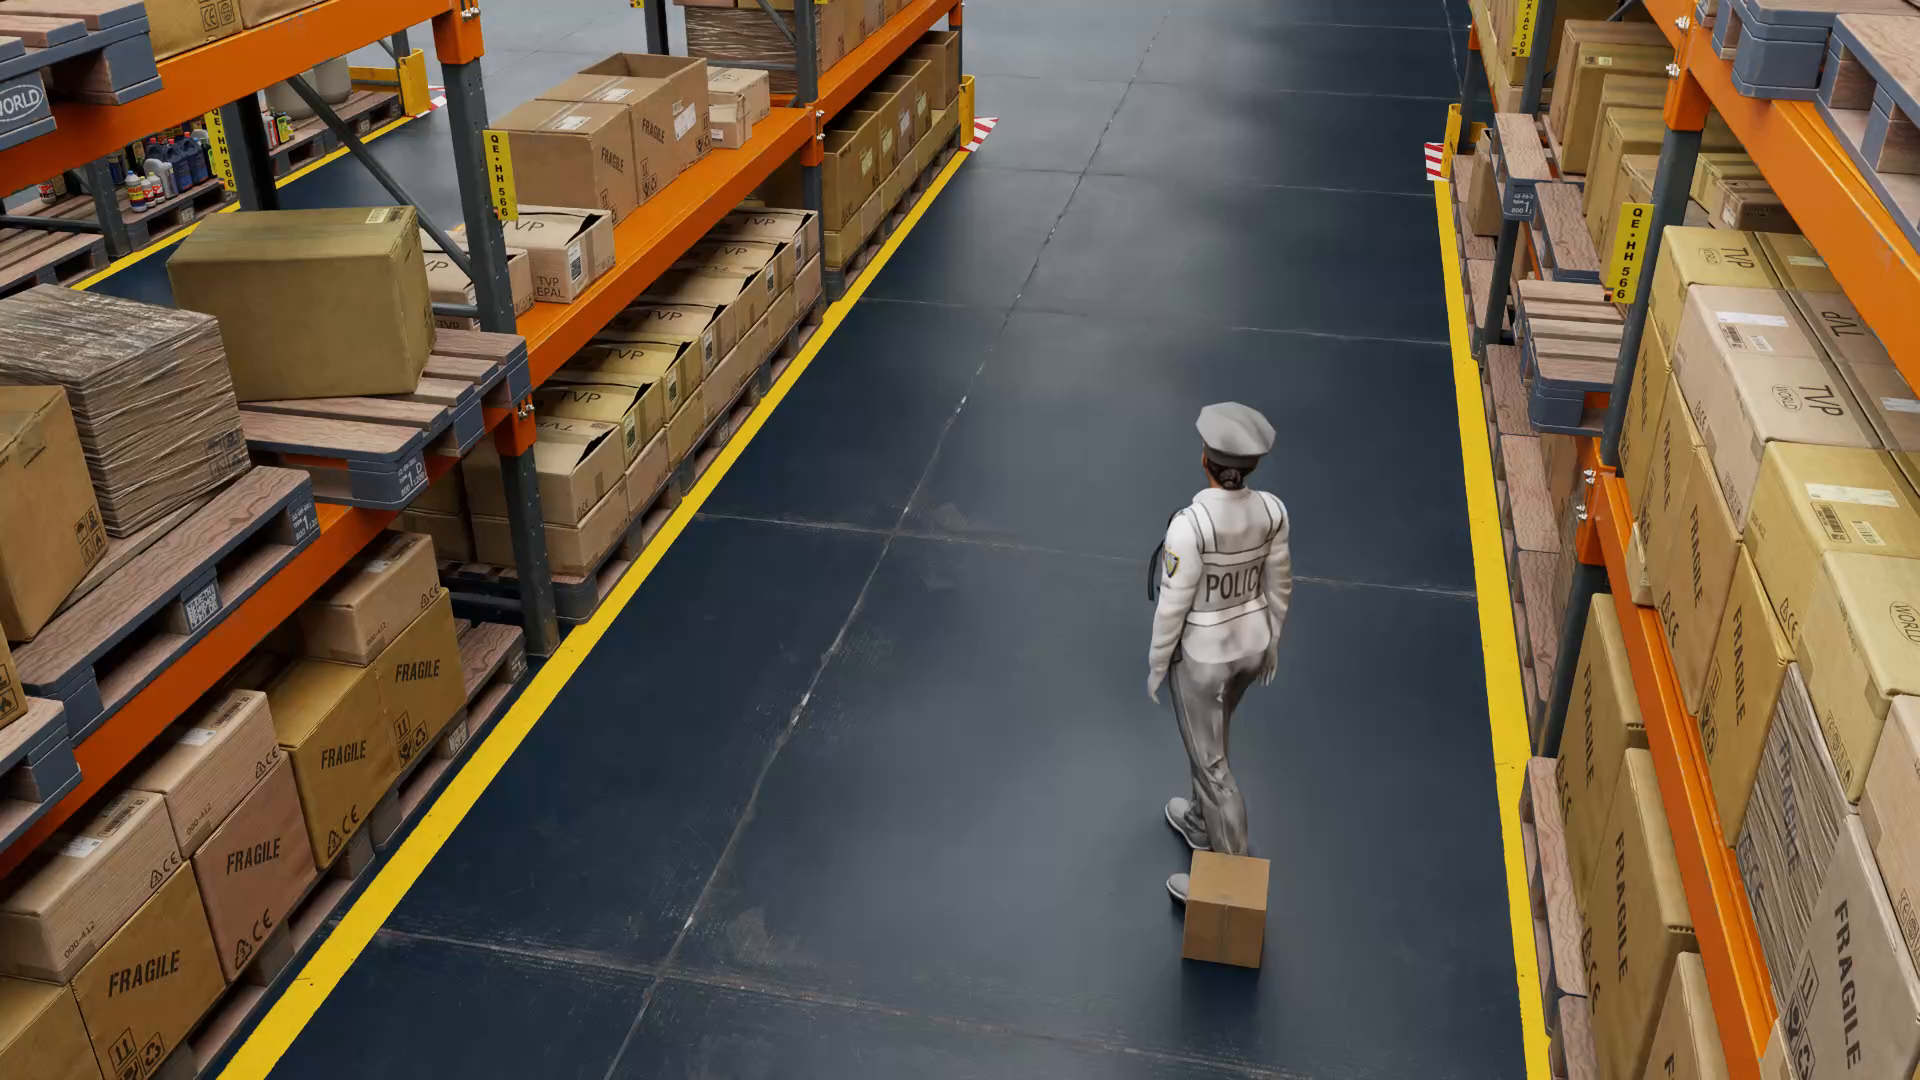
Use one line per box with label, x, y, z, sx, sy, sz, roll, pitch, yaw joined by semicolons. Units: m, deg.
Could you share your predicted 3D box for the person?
person;0.861;0.375;5.436;0.522;1.662;0.556;-14;32;-24
